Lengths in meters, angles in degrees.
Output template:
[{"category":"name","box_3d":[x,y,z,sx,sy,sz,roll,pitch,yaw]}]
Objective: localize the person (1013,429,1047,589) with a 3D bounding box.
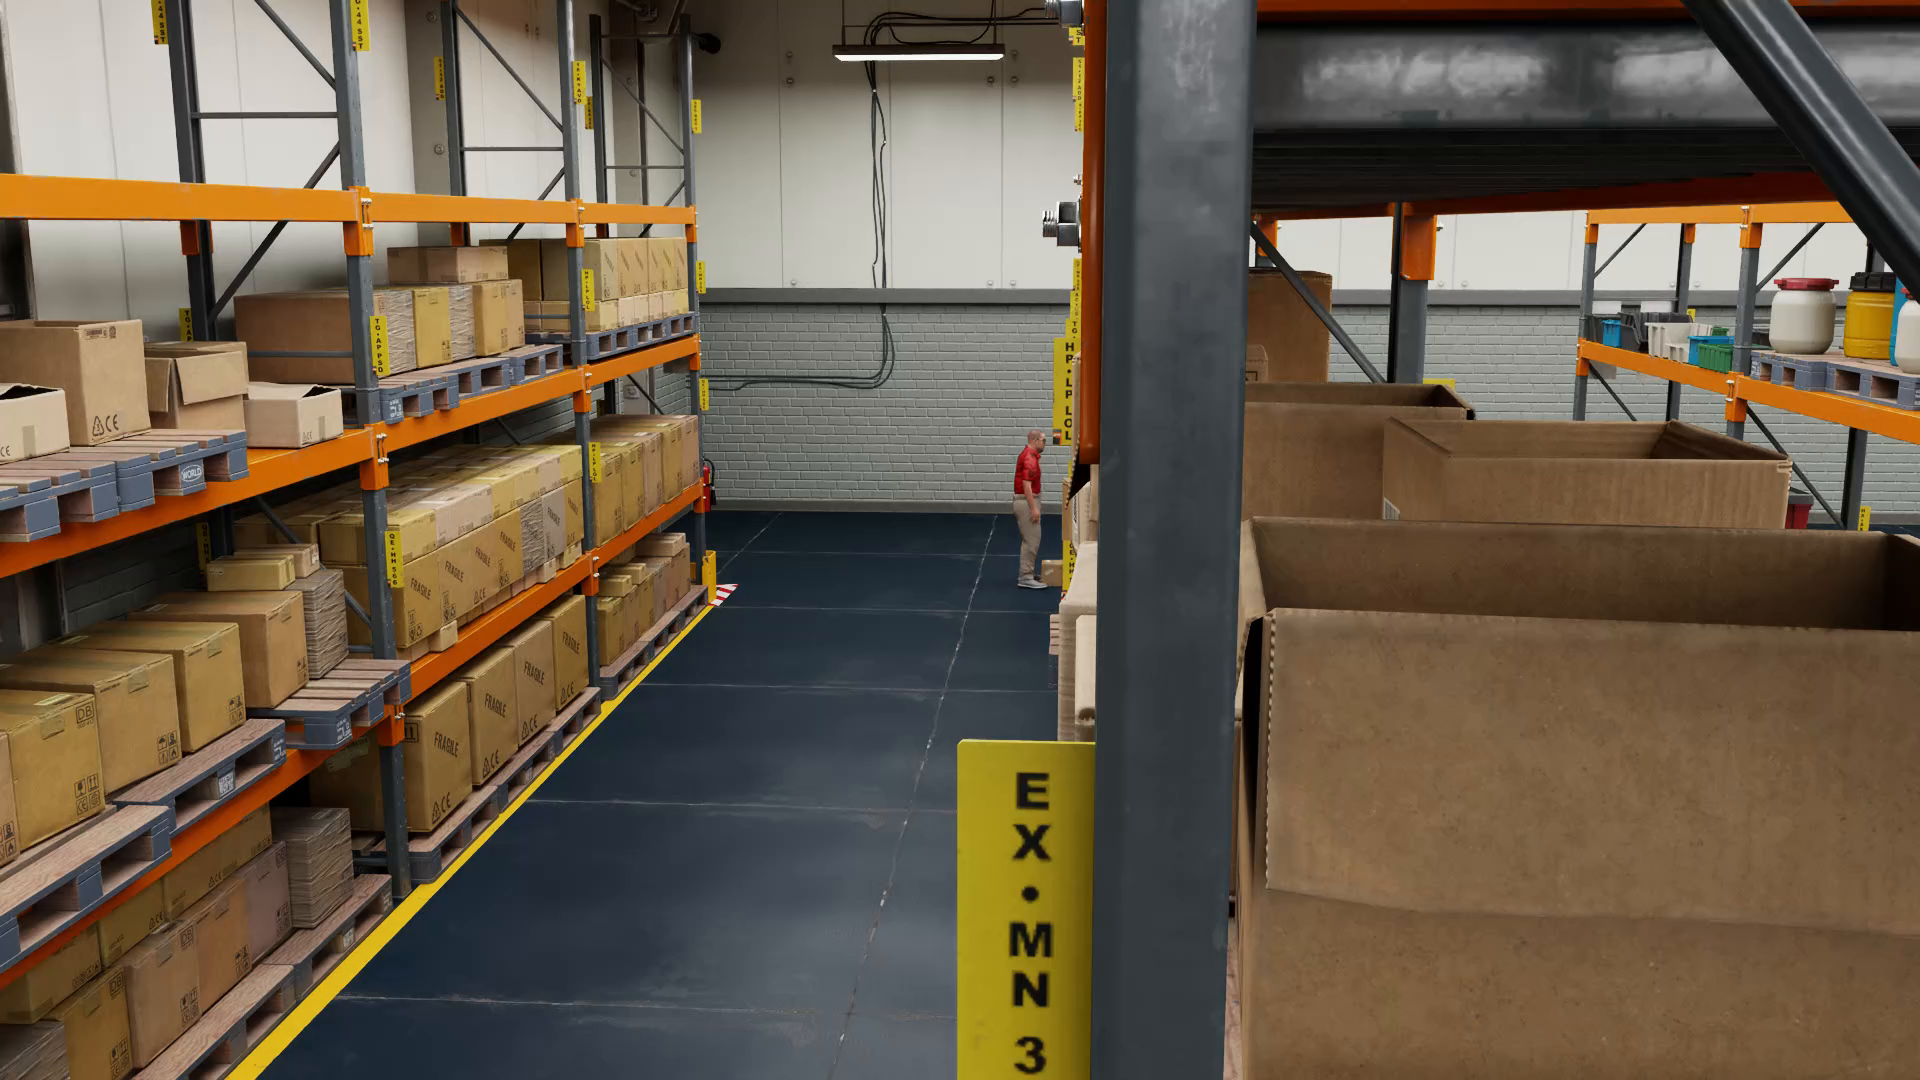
[{"category":"person","box_3d":[0.781,-0.361,18.381,0.396,1.727,0.606,0,11,1]}]
